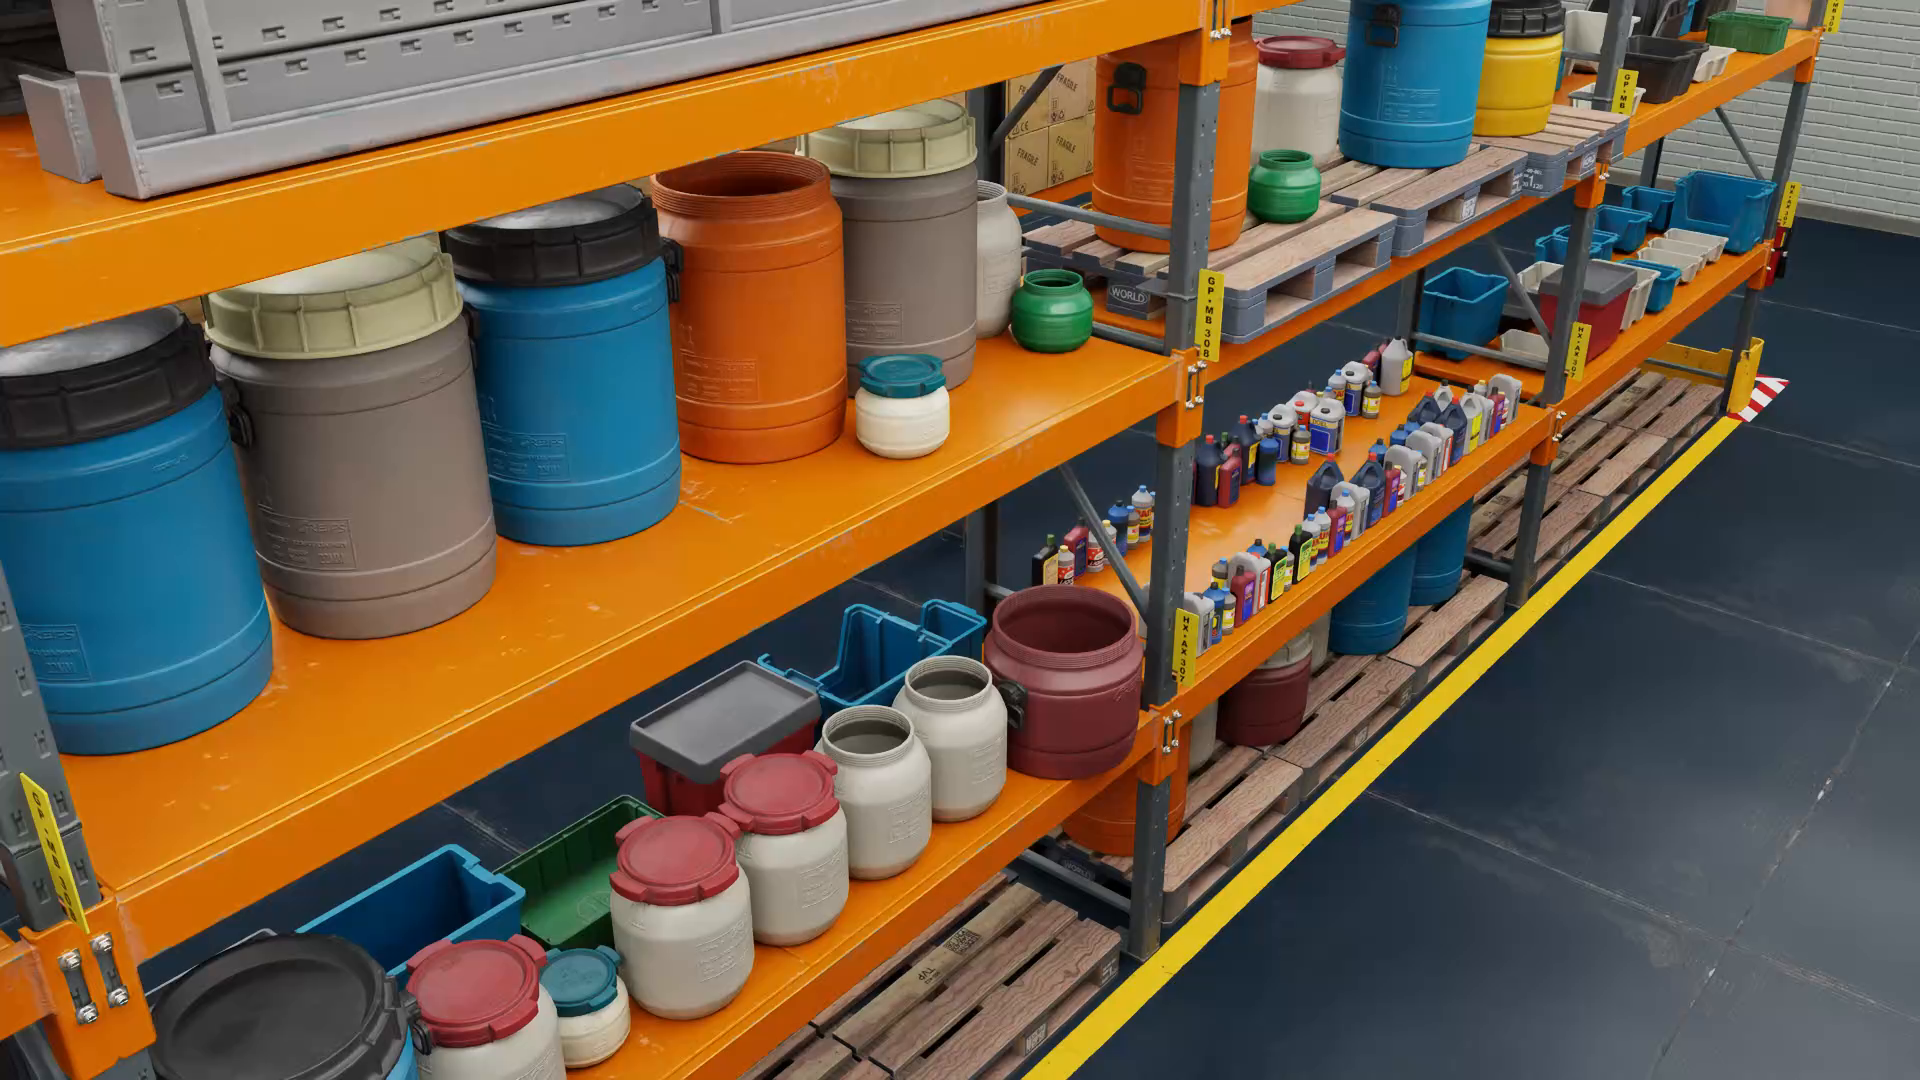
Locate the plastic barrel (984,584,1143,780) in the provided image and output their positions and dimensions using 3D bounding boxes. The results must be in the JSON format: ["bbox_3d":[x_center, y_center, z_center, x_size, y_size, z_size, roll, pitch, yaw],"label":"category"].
[{"bbox_3d":[0.388,0.530,6.314,0.600,0.536,0.708,21,34,34],"label":"plastic barrel"}]

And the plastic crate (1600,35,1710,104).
[{"bbox_3d":[3.995,-2.716,9.613,0.497,0.269,0.590,21,34,34],"label":"plastic crate"}]

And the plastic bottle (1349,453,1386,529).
[{"bbox_3d":[1.961,-0.247,8.017,0.144,0.351,0.185,21,34,34],"label":"plastic bottle"}]

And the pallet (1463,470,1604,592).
[{"bbox_3d":[3.431,-0.115,10.742,1.003,0.211,1.213,21,34,34],"label":"pallet"}]

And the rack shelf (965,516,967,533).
[{"bbox_3d":[0.034,-0.229,10.678,0.215,0.259,0.240,21,34,34],"label":"rack shelf"}]

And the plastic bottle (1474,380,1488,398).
[{"bbox_3d":[2.884,-0.789,9.226,0.097,0.201,0.097,0,27,0],"label":"plastic bottle"}]

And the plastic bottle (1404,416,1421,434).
[{"bbox_3d":[2.331,-0.511,8.614,0.097,0.271,0.097,0,27,0],"label":"plastic bottle"}]

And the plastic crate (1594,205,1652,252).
[{"bbox_3d":[4.708,-2.227,11.907,0.416,0.233,0.300,21,34,34],"label":"plastic crate"}]

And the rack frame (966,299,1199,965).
[{"bbox_3d":[0.449,0.337,6.834,1.000,3.000,0.127,21,34,34],"label":"rack frame"}]

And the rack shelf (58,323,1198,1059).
[{"bbox_3d":[-0.823,0.033,4.939,1.077,0.370,4.000,21,34,34],"label":"rack shelf"}]

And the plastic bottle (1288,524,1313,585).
[{"bbox_3d":[1.535,0.050,7.516,0.061,0.283,0.133,21,34,34],"label":"plastic bottle"}]

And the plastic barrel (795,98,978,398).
[{"bbox_3d":[-0.241,-0.990,5.589,0.600,0.901,0.600,0,27,0],"label":"plastic barrel"}]

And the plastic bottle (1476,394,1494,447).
[{"bbox_3d":[2.760,-0.662,8.901,0.152,0.276,0.135,21,34,34],"label":"plastic bottle"}]

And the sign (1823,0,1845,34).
[{"bbox_3d":[5.973,-3.630,11.352,0.100,0.325,0.005,21,34,34],"label":"sign"}]

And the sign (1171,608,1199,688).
[{"bbox_3d":[0.878,0.423,6.491,0.100,0.325,0.005,21,34,34],"label":"sign"}]

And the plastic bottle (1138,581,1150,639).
[{"bbox_3d":[0.856,0.289,7.062,0.152,0.276,0.135,21,34,34],"label":"plastic bottle"}]

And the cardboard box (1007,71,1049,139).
[{"bbox_3d":[0.346,-3.469,12.994,0.500,0.500,0.500,20,33,33],"label":"cardboard box"}]

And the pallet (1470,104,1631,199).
[{"bbox_3d":[2.570,-2.023,8.337,1.213,0.211,1.003,21,34,34],"label":"pallet"}]

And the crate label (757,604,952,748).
[{"bbox_3d":[-0.391,0.595,6.298,0.502,0.435,0.616,21,34,34],"label":"crate label"}]

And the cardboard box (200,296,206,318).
[{"bbox_3d":[-6.064,-2.321,13.855,0.750,0.750,0.750,21,34,34],"label":"cardboard box"}]

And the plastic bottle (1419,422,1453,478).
[{"bbox_3d":[2.439,-0.484,8.555,0.152,0.276,0.135,21,34,34],"label":"plastic bottle"}]

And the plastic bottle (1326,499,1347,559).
[{"bbox_3d":[1.744,-0.066,7.741,0.061,0.283,0.133,21,34,34],"label":"plastic bottle"}]

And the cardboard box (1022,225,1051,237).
[{"bbox_3d":[0.835,-2.635,15.093,0.500,0.250,0.500,21,34,34],"label":"cardboard box"}]

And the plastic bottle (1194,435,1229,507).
[{"bbox_3d":[1.238,-0.359,8.232,0.144,0.351,0.185,21,34,34],"label":"plastic bottle"}]

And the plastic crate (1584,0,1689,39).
[{"bbox_3d":[4.354,-3.343,10.750,0.504,0.338,0.767,21,34,34],"label":"plastic crate"}]

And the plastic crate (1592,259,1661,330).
[{"bbox_3d":[4.107,-1.543,10.531,0.437,0.282,0.530,21,34,34],"label":"plastic crate"}]

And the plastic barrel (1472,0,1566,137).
[{"bbox_3d":[2.570,-2.301,8.006,0.600,0.588,0.600,0,27,0],"label":"plastic barrel"}]

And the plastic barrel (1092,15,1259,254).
[{"bbox_3d":[0.813,-1.573,6.337,0.600,0.830,0.708,21,34,34],"label":"plastic barrel"}]

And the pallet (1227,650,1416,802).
[{"bbox_3d":[1.695,0.853,8.871,1.003,0.211,1.213,21,34,34],"label":"pallet"}]

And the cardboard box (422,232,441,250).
[{"bbox_3d":[-3.057,-1.599,10.011,0.700,0.500,0.500,10,29,18],"label":"cardboard box"}]

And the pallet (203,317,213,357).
[{"bbox_3d":[-6.636,-1.577,13.569,1.003,0.211,1.213,21,34,34],"label":"pallet"}]

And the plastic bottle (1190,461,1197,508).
[{"bbox_3d":[1.104,-0.285,8.162,0.061,0.283,0.133,21,34,34],"label":"plastic bottle"}]

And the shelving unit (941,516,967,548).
[{"bbox_3d":[0.034,-0.485,10.545,0.215,1.050,0.252,21,34,34],"label":"shelving unit"}]

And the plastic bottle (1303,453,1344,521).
[{"bbox_3d":[1.758,-0.244,8.011,0.144,0.351,0.185,21,34,34],"label":"plastic bottle"}]

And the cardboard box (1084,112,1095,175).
[{"bbox_3d":[0.994,-3.394,13.938,0.500,0.500,0.500,21,34,35],"label":"cardboard box"}]

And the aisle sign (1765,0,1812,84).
[{"bbox_3d":[5.810,-3.594,11.603,0.394,0.787,0.004,21,34,34],"label":"aisle sign"}]

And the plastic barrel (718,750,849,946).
[{"bbox_3d":[-0.575,1.006,5.393,0.433,0.535,0.433,0,27,0],"label":"plastic barrel"}]

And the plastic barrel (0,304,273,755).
[{"bbox_3d":[-1.939,-0.043,3.759,0.600,0.901,0.708,21,34,34],"label":"plastic barrel"}]

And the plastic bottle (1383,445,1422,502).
[{"bbox_3d":[2.206,-0.354,8.304,0.152,0.276,0.135,21,34,34],"label":"plastic bottle"}]

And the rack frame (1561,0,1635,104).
[{"bbox_3d":[2.993,-3.746,8.197,1.000,3.000,0.127,21,34,34],"label":"rack frame"}]

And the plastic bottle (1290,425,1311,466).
[{"bbox_3d":[1.777,-0.500,8.668,0.097,0.201,0.097,0,27,0],"label":"plastic bottle"}]

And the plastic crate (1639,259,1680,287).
[{"bbox_3d":[4.631,-1.752,11.094,0.298,0.136,0.250,21,34,34],"label":"plastic crate"}]

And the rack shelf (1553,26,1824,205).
[{"bbox_3d":[4.266,-2.803,10.422,1.077,0.370,4.000,21,34,34],"label":"rack shelf"}]

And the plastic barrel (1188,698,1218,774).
[{"bbox_3d":[1.037,0.851,8.092,0.421,0.512,0.421,0,27,0],"label":"plastic barrel"}]

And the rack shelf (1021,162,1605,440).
[{"bbox_3d":[1.721,-1.385,7.681,1.077,0.370,4.000,21,34,34],"label":"rack shelf"}]

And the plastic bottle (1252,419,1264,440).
[{"bbox_3d":[1.512,-0.493,8.579,0.097,0.271,0.097,0,27,0],"label":"plastic bottle"}]

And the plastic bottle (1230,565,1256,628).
[{"bbox_3d":[1.218,0.227,7.174,0.061,0.283,0.133,21,34,34],"label":"plastic bottle"}]

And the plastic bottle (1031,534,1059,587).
[{"bbox_3d":[0.377,0.121,7.379,0.061,0.283,0.133,21,34,34],"label":"plastic bottle"}]

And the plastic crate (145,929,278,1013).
[{"bbox_3d":[-2.023,1.466,4.583,0.402,0.464,0.583,21,34,34],"label":"plastic crate"}]

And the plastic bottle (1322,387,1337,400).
[{"bbox_3d":[2.016,-0.743,9.138,0.097,0.201,0.097,0,27,0],"label":"plastic bottle"}]

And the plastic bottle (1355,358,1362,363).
[{"bbox_3d":[2.225,-0.891,9.347,0.097,0.271,0.097,0,27,0],"label":"plastic bottle"}]

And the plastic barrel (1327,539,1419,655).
[{"bbox_3d":[2.184,0.103,9.113,0.600,0.901,0.708,21,34,34],"label":"plastic barrel"}]

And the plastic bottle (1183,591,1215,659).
[{"bbox_3d":[0.974,0.333,6.976,0.152,0.276,0.135,21,34,34],"label":"plastic bottle"}]

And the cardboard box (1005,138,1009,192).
[{"bbox_3d":[0.031,-2.858,12.901,0.500,0.500,0.500,21,34,35],"label":"cardboard box"}]

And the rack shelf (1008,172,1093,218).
[{"bbox_3d":[0.446,-2.920,13.912,1.077,0.370,4.000,21,34,34],"label":"rack shelf"}]
